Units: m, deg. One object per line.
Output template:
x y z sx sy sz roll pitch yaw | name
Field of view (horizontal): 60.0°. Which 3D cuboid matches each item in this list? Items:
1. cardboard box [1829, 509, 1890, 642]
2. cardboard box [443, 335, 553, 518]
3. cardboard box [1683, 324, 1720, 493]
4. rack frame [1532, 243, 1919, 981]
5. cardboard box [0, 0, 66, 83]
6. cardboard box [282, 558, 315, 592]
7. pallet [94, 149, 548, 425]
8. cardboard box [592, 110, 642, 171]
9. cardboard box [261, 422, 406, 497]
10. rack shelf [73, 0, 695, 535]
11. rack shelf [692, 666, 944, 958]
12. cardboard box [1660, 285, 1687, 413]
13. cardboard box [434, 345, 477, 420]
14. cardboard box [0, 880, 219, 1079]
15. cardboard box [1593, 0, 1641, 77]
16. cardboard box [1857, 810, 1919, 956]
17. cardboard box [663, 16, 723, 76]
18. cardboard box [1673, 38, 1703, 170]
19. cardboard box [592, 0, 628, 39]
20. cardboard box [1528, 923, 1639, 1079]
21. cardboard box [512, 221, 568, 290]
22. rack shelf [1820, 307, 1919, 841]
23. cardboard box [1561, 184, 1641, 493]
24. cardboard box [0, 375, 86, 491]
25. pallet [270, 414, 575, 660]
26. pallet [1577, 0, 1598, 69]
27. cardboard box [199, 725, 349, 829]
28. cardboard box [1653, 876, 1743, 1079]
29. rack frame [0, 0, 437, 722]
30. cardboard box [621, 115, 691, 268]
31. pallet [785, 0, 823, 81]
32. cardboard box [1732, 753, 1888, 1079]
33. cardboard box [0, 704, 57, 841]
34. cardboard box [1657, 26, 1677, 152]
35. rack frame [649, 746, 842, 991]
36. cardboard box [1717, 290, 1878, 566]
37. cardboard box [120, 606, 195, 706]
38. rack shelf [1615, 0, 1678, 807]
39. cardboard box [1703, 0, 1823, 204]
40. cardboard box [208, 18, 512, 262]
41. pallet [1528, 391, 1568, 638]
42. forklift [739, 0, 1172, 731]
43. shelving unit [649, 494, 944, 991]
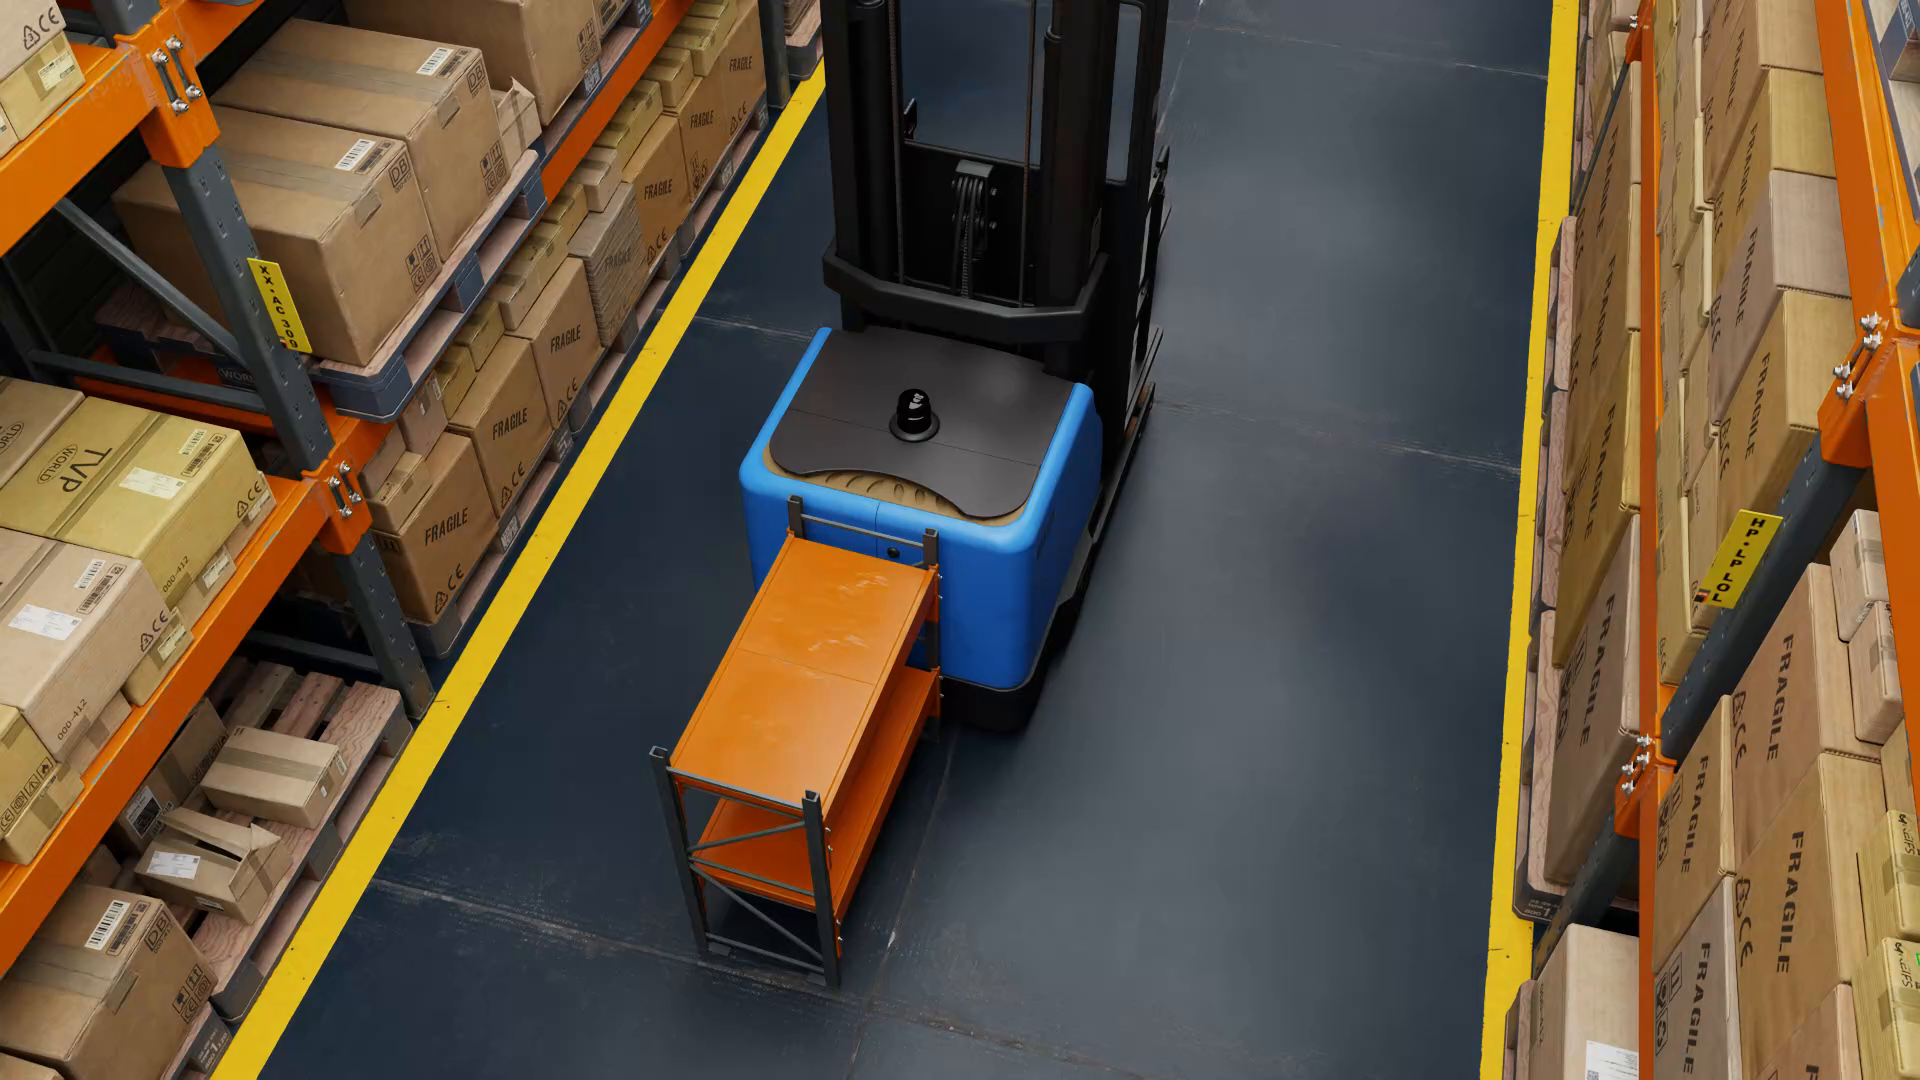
2.020 0.105 3.410 0.380 0.149 0.250 11 49 9 | cardboard box
-1.961 -0.475 6.475 0.500 0.500 0.500 11 49 10 | cardboard box
2.359 -0.339 4.734 0.500 0.250 0.500 13 50 11 | cardboard box
2.353 0.506 4.221 1.000 3.000 0.127 12 50 10 | rack frame
-2.322 -1.114 3.552 0.500 0.250 0.500 12 50 10 | cardboard box
-2.593 -0.196 6.228 0.500 0.500 0.500 11 50 10 | cardboard box
-2.121 -0.964 5.647 1.003 0.211 1.213 12 50 10 | pallet
-1.602 -1.735 7.154 0.380 0.149 0.250 11 49 9 | cardboard box
-2.144 -0.314 5.702 0.380 0.149 0.250 11 49 9 | cardboard box
-1.910 -1.679 6.630 1.077 0.370 4.000 12 50 10 | rack shelf
-0.467 0.817 5.523 0.538 0.278 1.000 14 50 12 | rack shelf
2.514 -0.548 5.252 0.500 0.250 0.500 10 49 9 | cardboard box
-2.031 -0.608 6.159 0.380 0.149 0.250 9 49 8 | cardboard box
-2.701 1.326 4.885 0.700 0.500 0.500 10 49 9 | cardboard box
3.751 -2.599 8.434 0.950 0.372 0.625 11 49 9 | cardboard box
1.817 0.654 2.925 0.380 0.149 0.250 11 50 10 | cardboard box
-1.311 -2.280 7.635 0.380 0.149 0.250 9 49 8 | cardboard box
2.754 -1.453 5.718 0.500 0.250 0.500 11 50 10 | cardboard box
-1.635 -2.320 6.367 0.797 0.503 0.637 11 49 9 | cardboard box
2.084 1.648 4.642 0.875 0.438 0.875 11 49 9 | cardboard box
-1.802 -1.161 6.647 0.380 0.149 0.250 13 50 11 | cardboard box
1.827 1.198 2.090 1.077 0.370 4.000 12 50 10 | rack shelf
2.905 -0.695 6.419 0.875 0.875 0.875 12 50 10 | cardboard box
-2.827 -0.214 4.759 0.500 0.250 0.500 11 50 10 | cardboard box
-2.259 -0.144 6.655 1.003 0.211 1.213 12 50 10 | pallet
3.936 -2.909 9.095 1.003 0.211 1.213 12 50 10 | pallet
-2.300 0.795 5.588 0.380 0.149 0.250 10 49 9 | cardboard box
1.841 1.124 3.609 0.500 0.500 0.500 12 50 10 | cardboard box
-2.436 -0.471 5.084 1.000 3.000 0.127 12 50 10 | rack frame
-1.565 -1.588 7.457 0.500 0.500 0.500 14 50 12 | cardboard box
-1.129 -3.029 9.201 1.003 0.211 1.213 12 50 10 | pallet
1.855 0.803 3.226 0.500 0.500 0.500 11 49 10 | cardboard box
-2.597 0.620 4.022 0.500 0.250 0.500 11 50 10 | cardboard box
2.916 -1.658 6.232 0.500 0.250 0.500 10 49 9 | cardboard box
-0.626 1.018 5.020 0.500 1.125 0.032 14 50 12 | rack frame
2.229 -0.230 4.138 0.500 0.500 0.500 13 50 11 | cardboard box
-2.369 0.278 4.590 0.380 0.149 0.250 13 50 11 | cardboard box
2.880 -0.702 5.768 1.077 0.370 4.000 12 50 10 | rack shelf
2.632 -1.346 5.123 0.500 0.500 0.500 12 50 11 | cardboard box
-1.957 -1.323 5.489 0.700 0.500 0.500 12 50 10 | cardboard box
2.803 -0.029 6.554 1.003 0.211 1.213 12 50 10 | pallet
0.195 -1.417 5.964 1.130 2.935 3.031 14 50 12 | forklift
-0.467 0.656 5.340 0.538 1.125 1.048 14 50 12 | shelving unit
